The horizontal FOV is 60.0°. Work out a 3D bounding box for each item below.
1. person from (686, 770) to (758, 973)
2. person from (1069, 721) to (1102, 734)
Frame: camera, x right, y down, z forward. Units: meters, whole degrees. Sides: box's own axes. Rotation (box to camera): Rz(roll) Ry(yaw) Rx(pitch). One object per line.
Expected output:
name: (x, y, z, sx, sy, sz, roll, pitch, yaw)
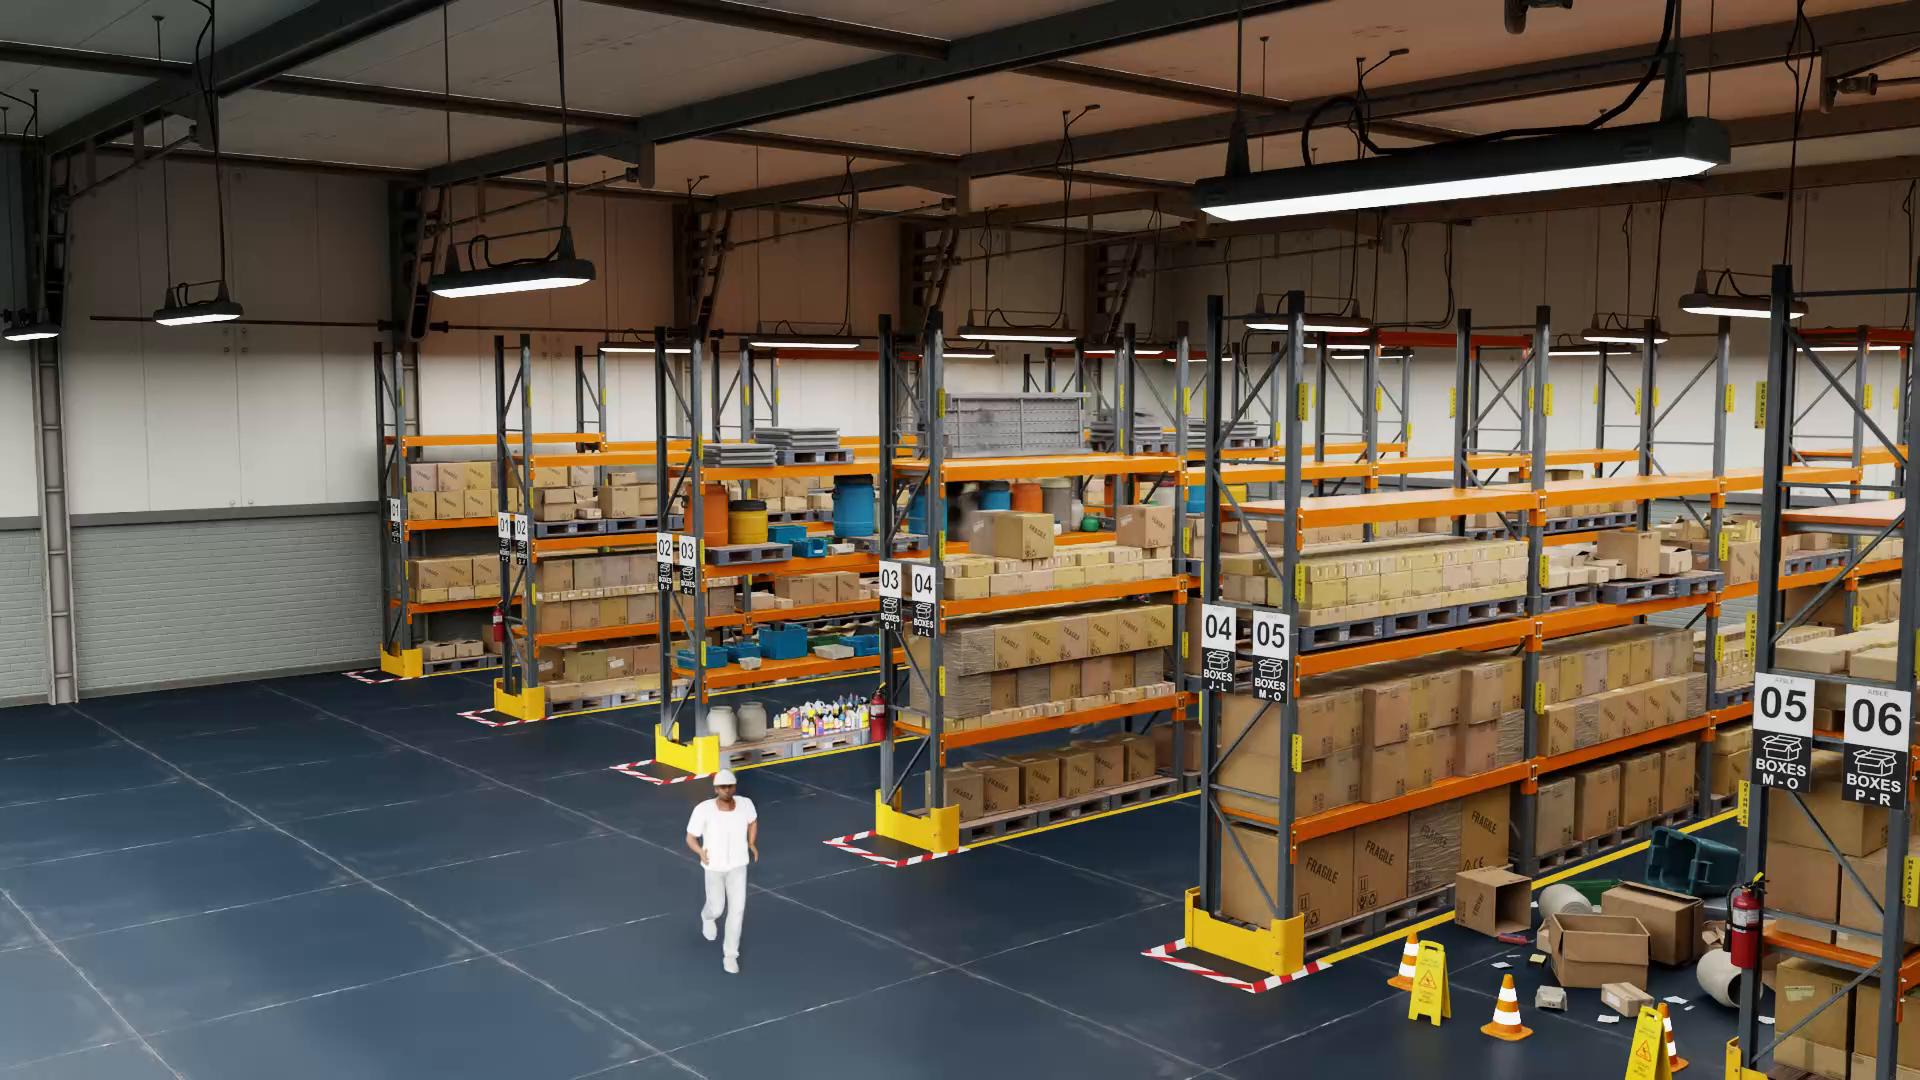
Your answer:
person: (-2.126, 2.931, 15.017, 0.680, 1.754, 0.925, -2, 6, -19)
person: (1.841, 1.914, 23.827, 0.903, 1.703, 0.607, -5, 7, -44)
